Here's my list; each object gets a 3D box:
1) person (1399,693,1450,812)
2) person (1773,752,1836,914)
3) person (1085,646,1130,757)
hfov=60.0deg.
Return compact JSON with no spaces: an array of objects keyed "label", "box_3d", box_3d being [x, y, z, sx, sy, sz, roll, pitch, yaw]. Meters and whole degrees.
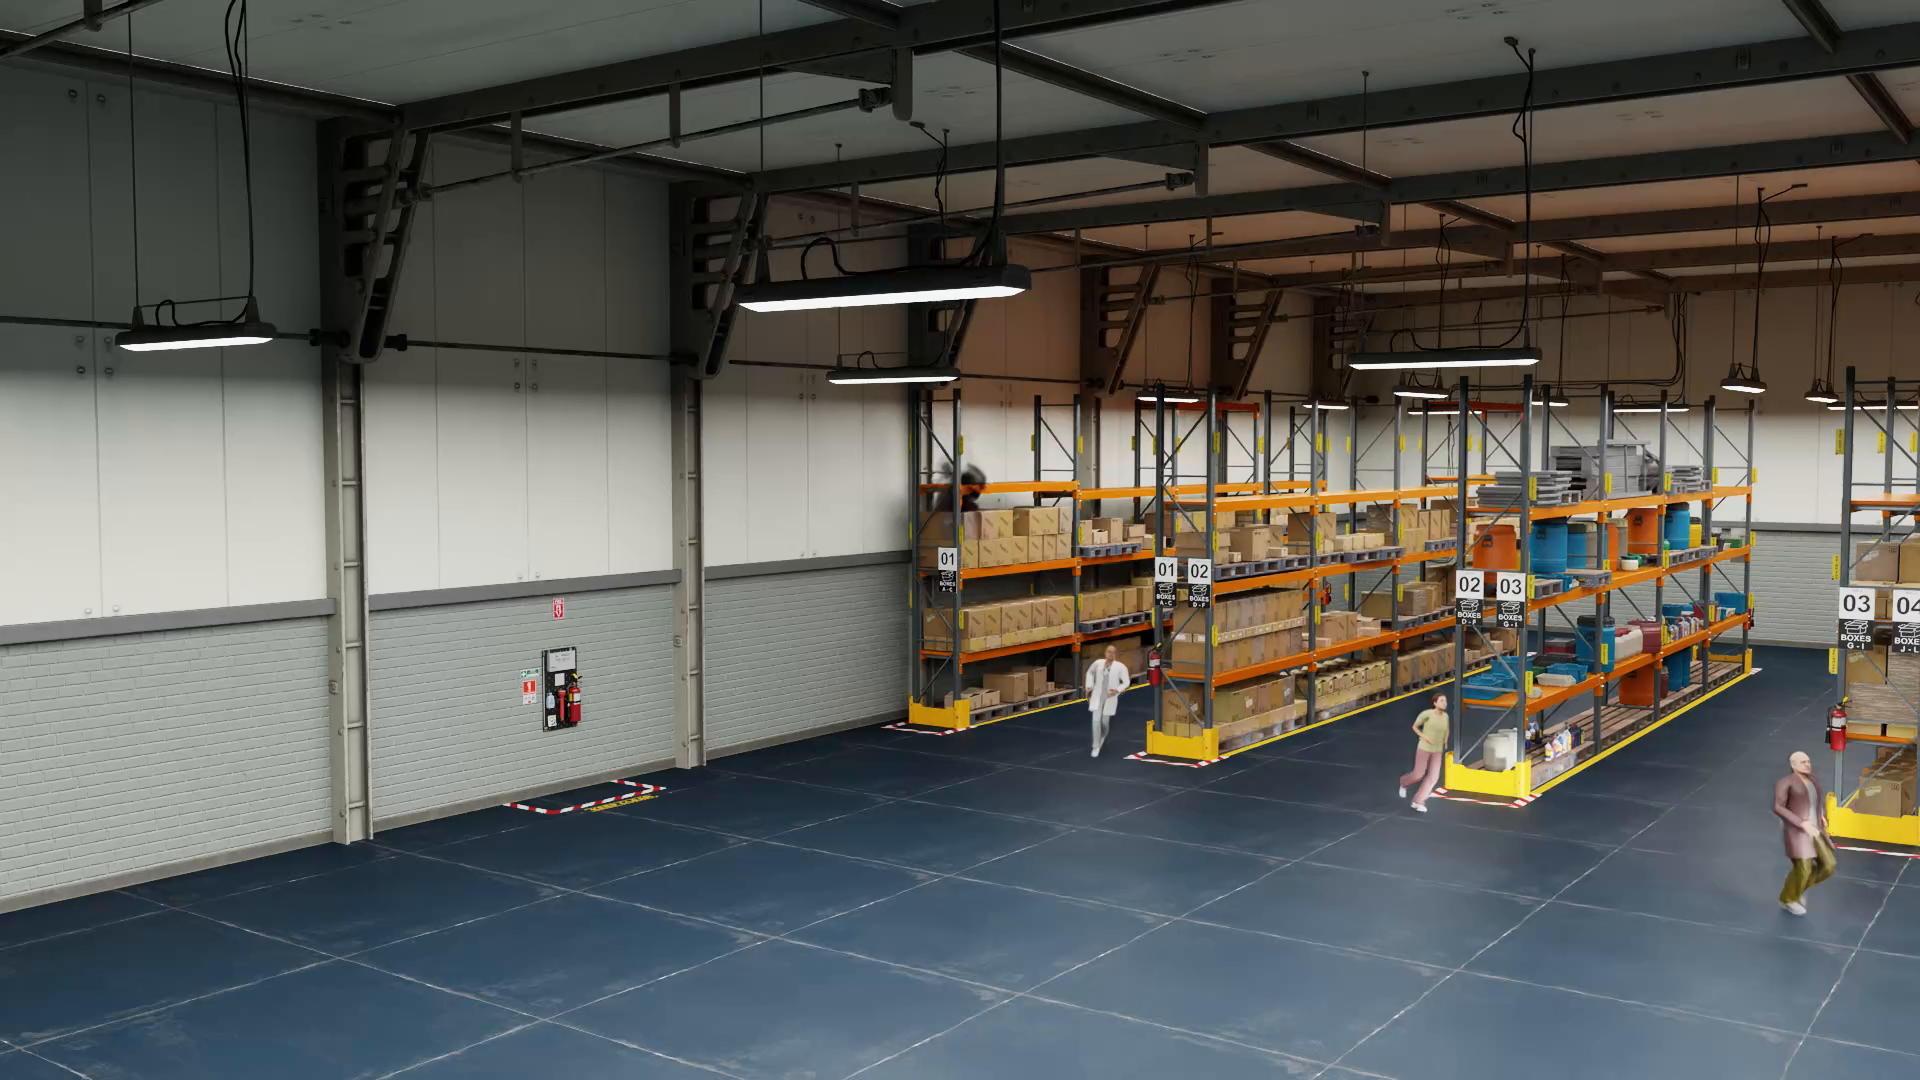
[{"label":"person","box_3d":[6.499,2.897,23.020,0.636,1.601,0.781,-1,3,-12]},{"label":"person","box_3d":[9.001,3.124,17.708,0.721,1.738,0.585,-1,3,-21]},{"label":"person","box_3d":[2.395,2.597,27.054,0.740,1.767,0.849,1,3,12]}]
